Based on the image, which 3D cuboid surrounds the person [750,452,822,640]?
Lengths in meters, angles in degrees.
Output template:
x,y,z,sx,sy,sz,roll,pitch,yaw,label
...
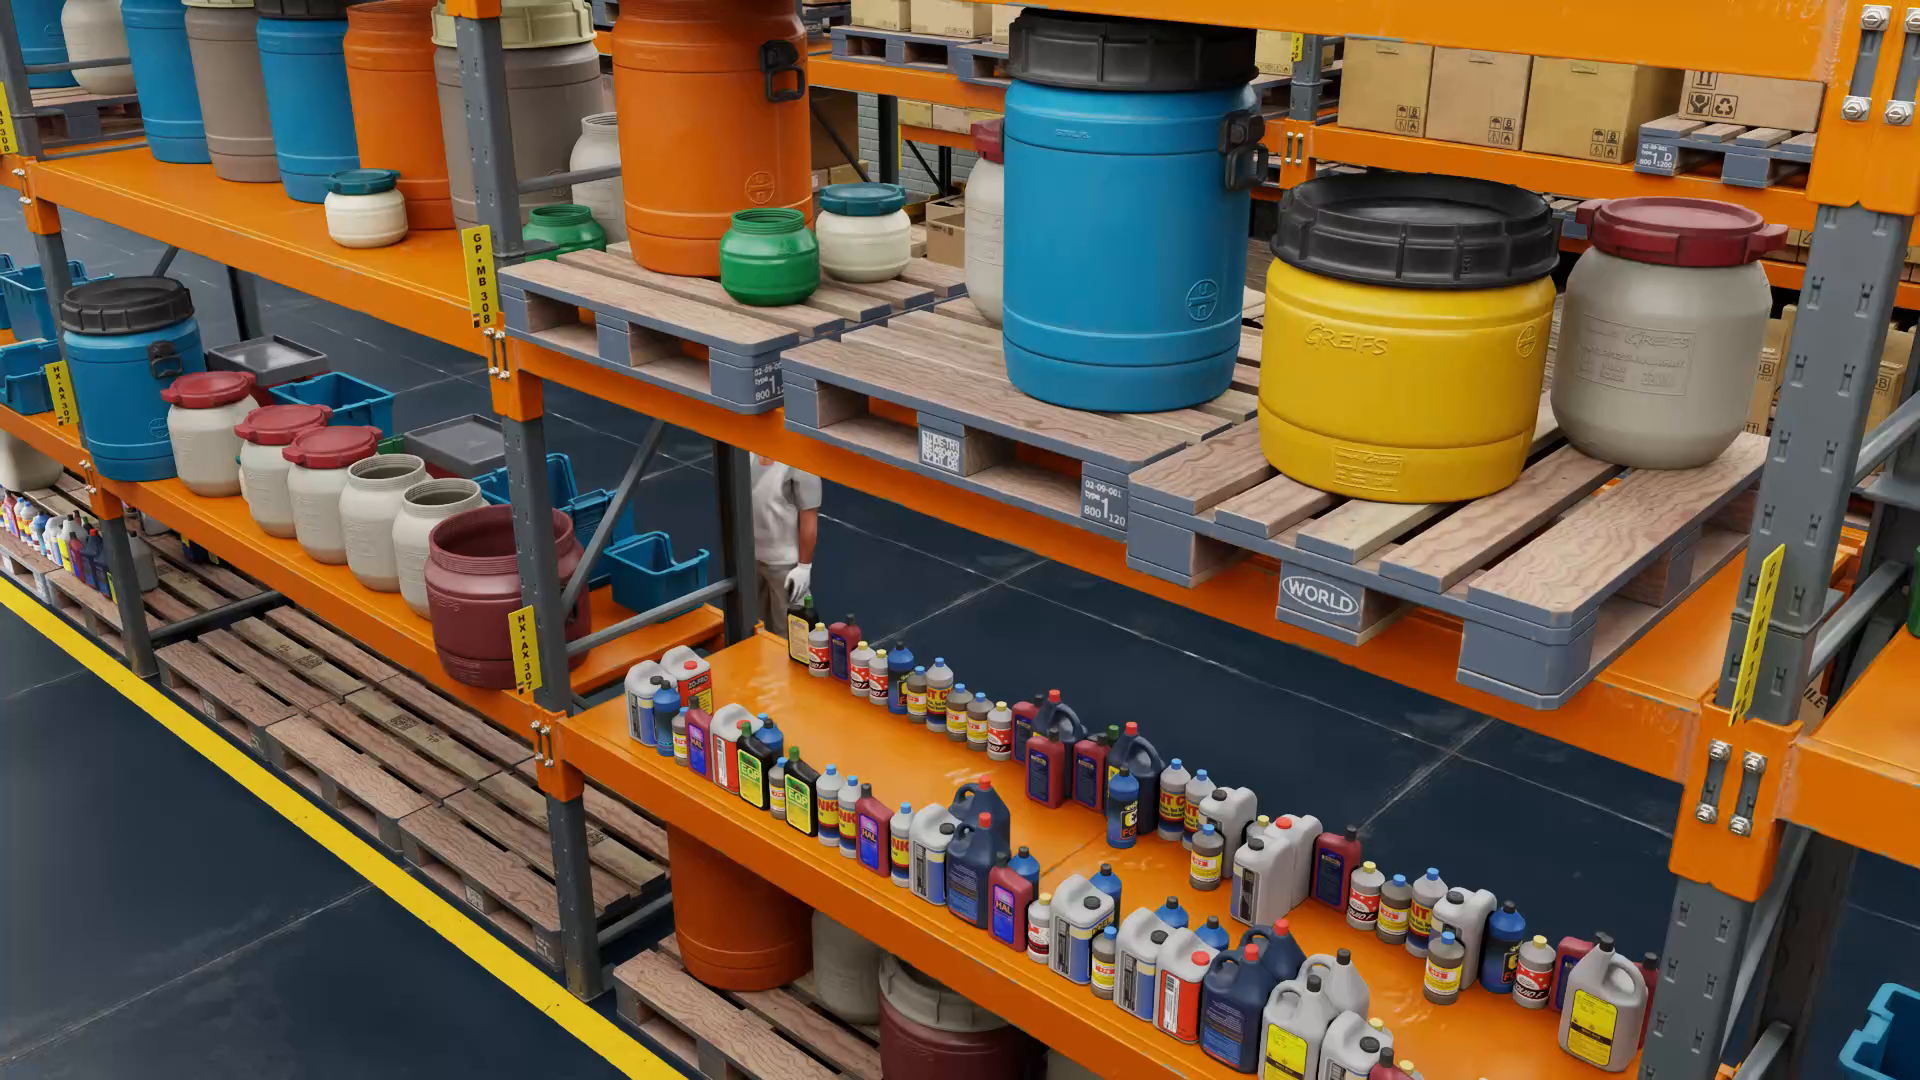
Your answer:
x,y,z,sx,sy,sz,roll,pitch,yaw,label
-0.916,0.101,8.359,0.528,1.783,0.351,21,31,39,person
